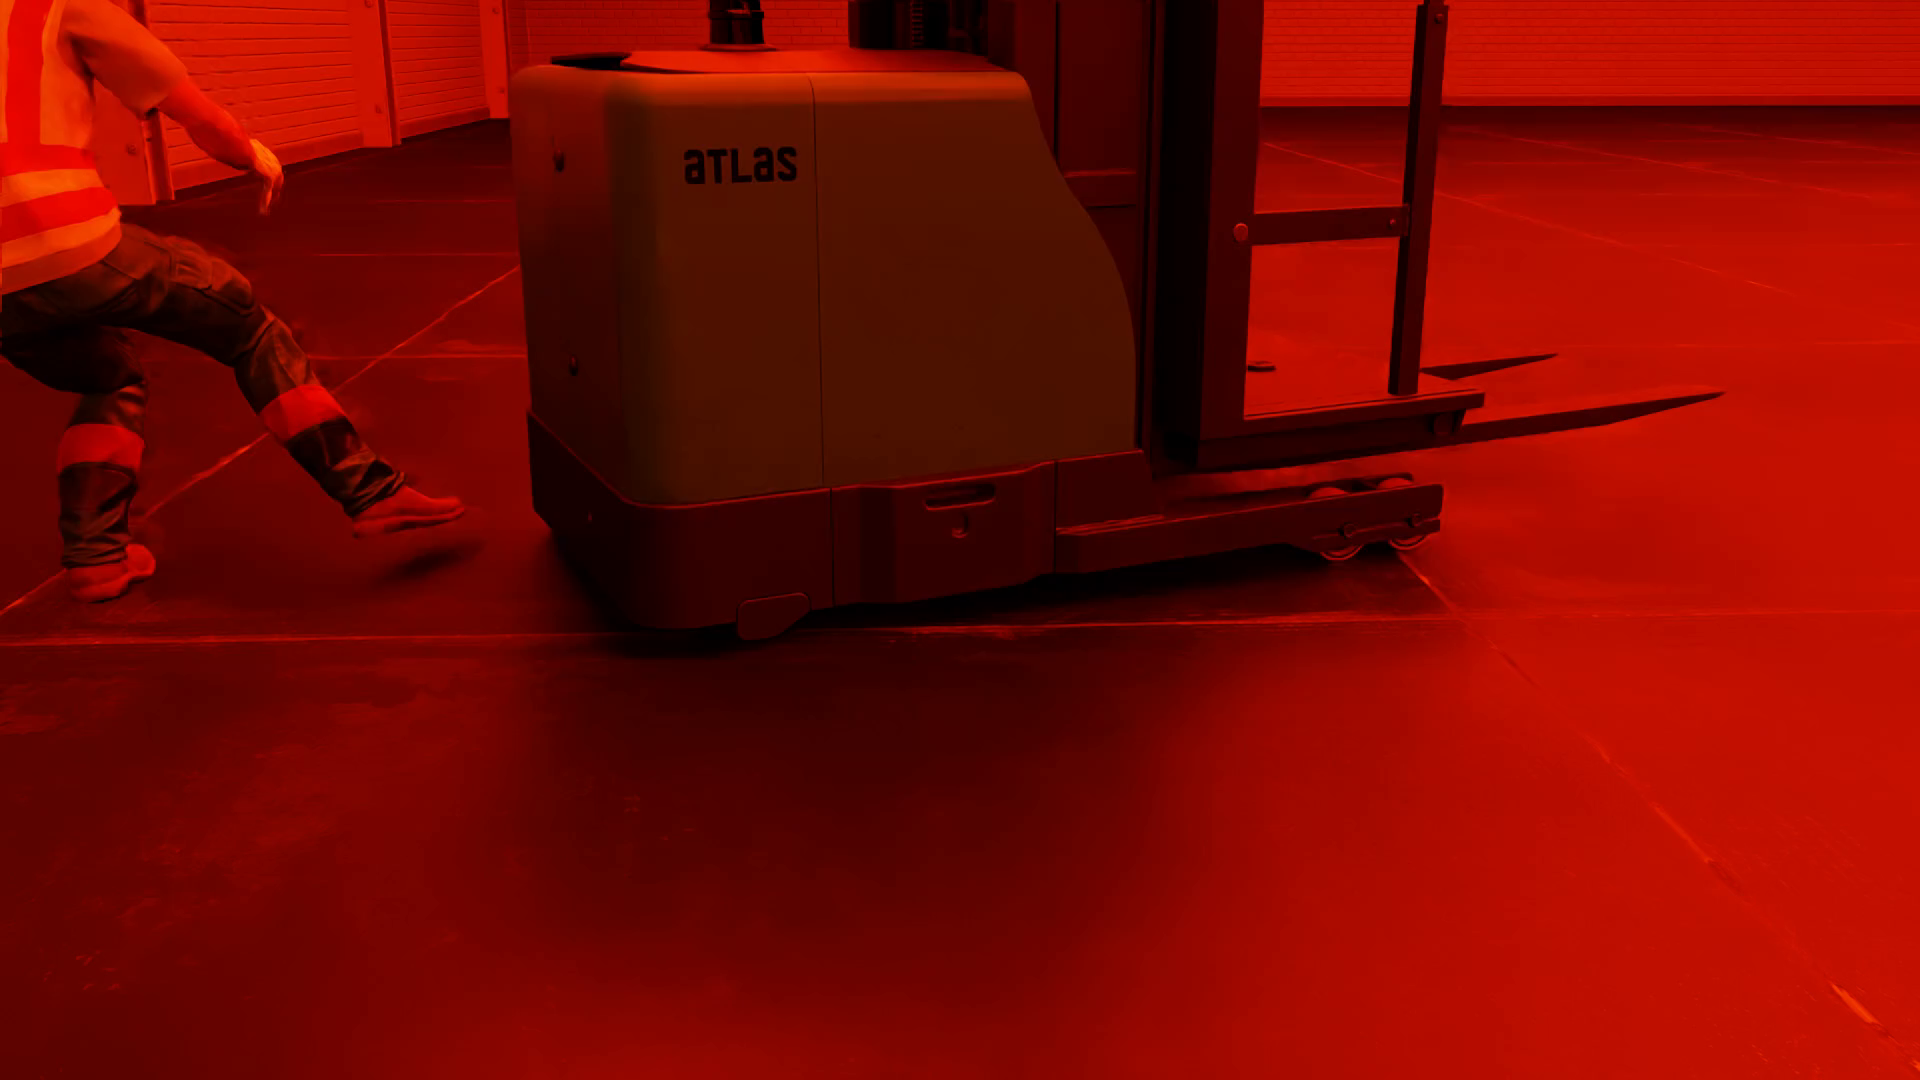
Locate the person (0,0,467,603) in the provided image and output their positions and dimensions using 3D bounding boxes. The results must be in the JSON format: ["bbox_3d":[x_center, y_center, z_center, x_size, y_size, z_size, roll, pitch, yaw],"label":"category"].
[{"bbox_3d":[-1.822,-0.671,3.561,1.383,1.522,0.848,-1,17,-4],"label":"person"}]

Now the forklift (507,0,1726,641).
[{"bbox_3d":[0.549,-1.484,3.757,3.031,2.935,1.130,-8,19,-25],"label":"forklift"}]
